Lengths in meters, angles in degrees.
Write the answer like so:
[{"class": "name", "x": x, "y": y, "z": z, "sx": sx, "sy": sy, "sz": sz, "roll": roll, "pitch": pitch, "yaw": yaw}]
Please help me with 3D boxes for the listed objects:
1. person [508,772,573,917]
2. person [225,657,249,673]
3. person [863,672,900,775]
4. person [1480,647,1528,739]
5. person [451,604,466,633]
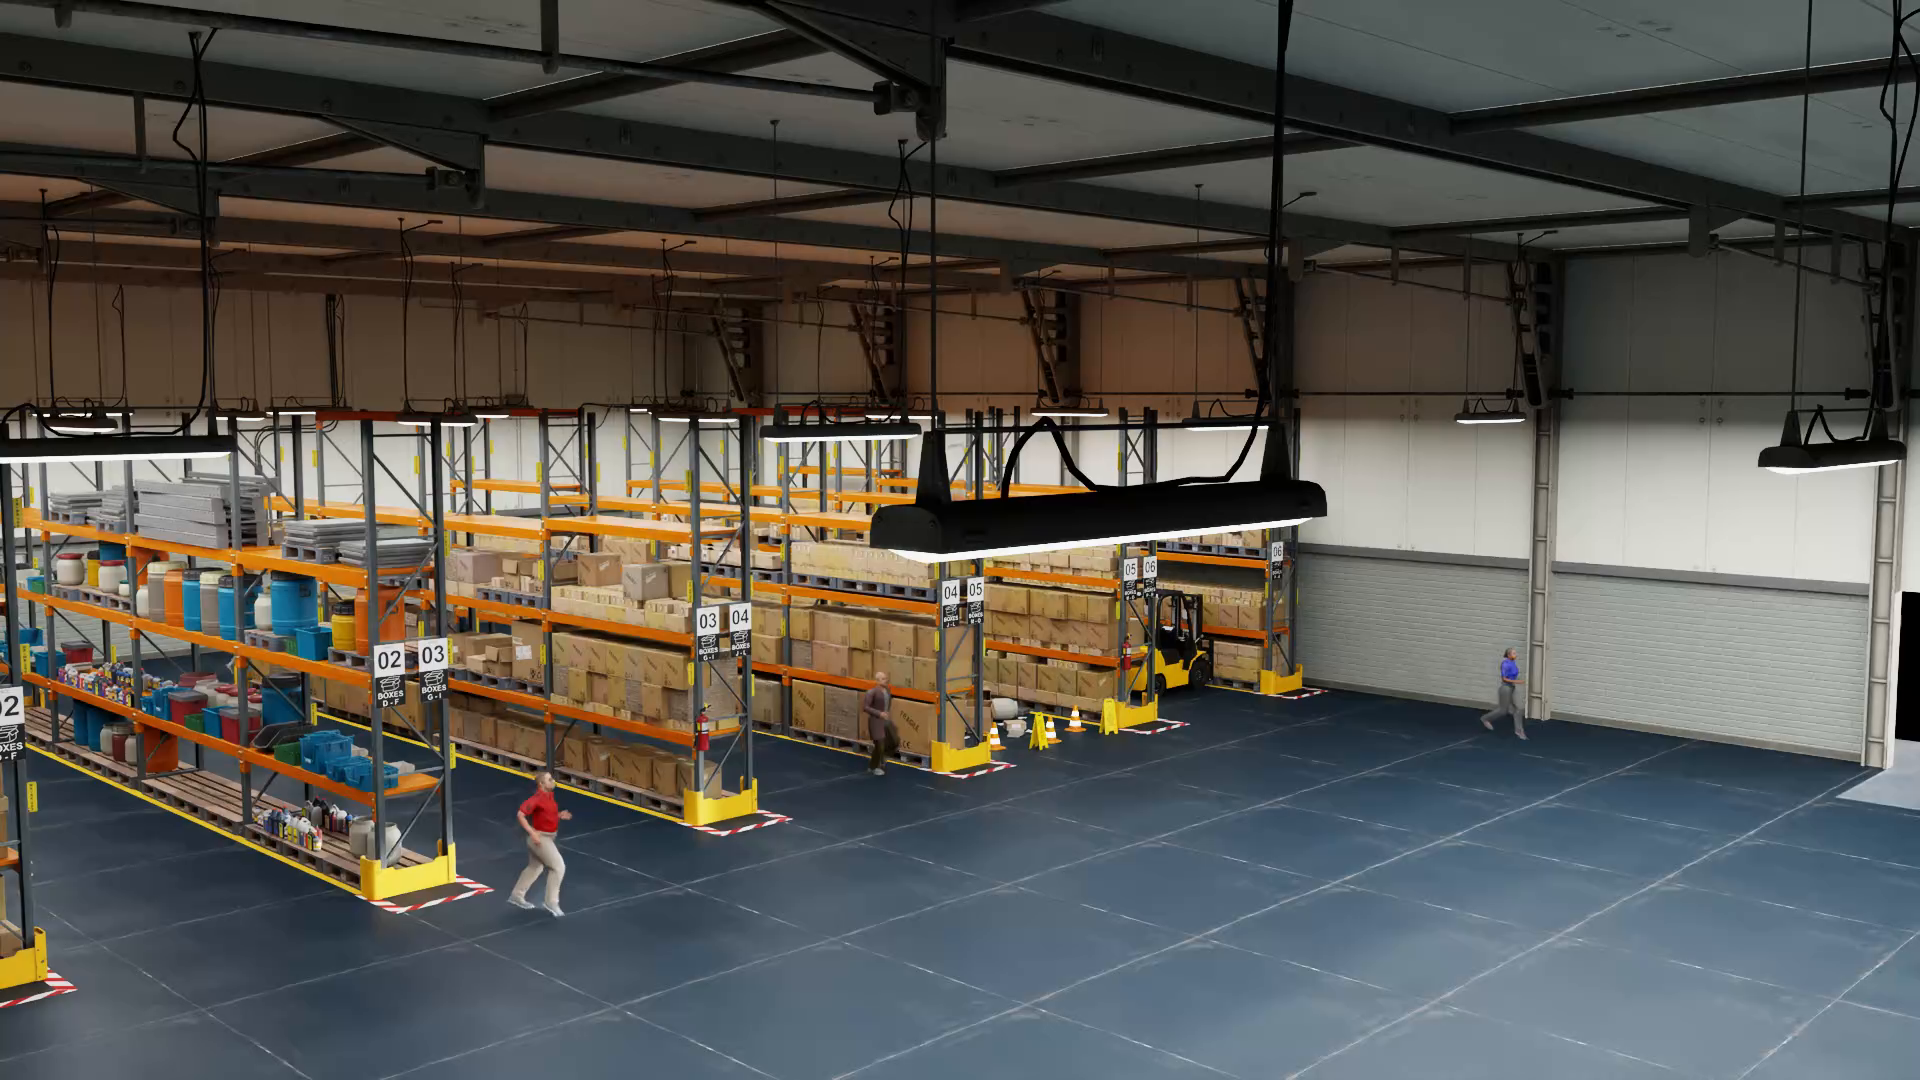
[{"class": "person", "x": -5.112, "y": 3.703, "z": 20.213, "sx": 0.794, "sy": 1.794, "sz": 0.644, "roll": -1, "pitch": 5, "yaw": -7}, {"class": "person", "x": -15.922, "y": 2.217, "z": 37.076, "sx": 0.883, "sy": 1.700, "sz": 0.652, "roll": -2, "pitch": 5, "yaw": -20}, {"class": "person", "x": -1.289, "y": 3.039, "z": 27.509, "sx": 0.648, "sy": 1.727, "sz": 0.727, "roll": 4, "pitch": 7, "yaw": 41}, {"class": "person", "x": 10.055, "y": 2.817, "z": 30.655, "sx": 0.894, "sy": 1.701, "sz": 0.608, "roll": 4, "pitch": 6, "yaw": 35}, {"class": "person", "x": -12.427, "y": 1.889, "z": 41.267, "sx": 0.523, "sy": 1.578, "sz": 0.688, "roll": 2, "pitch": 5, "yaw": 20}]
